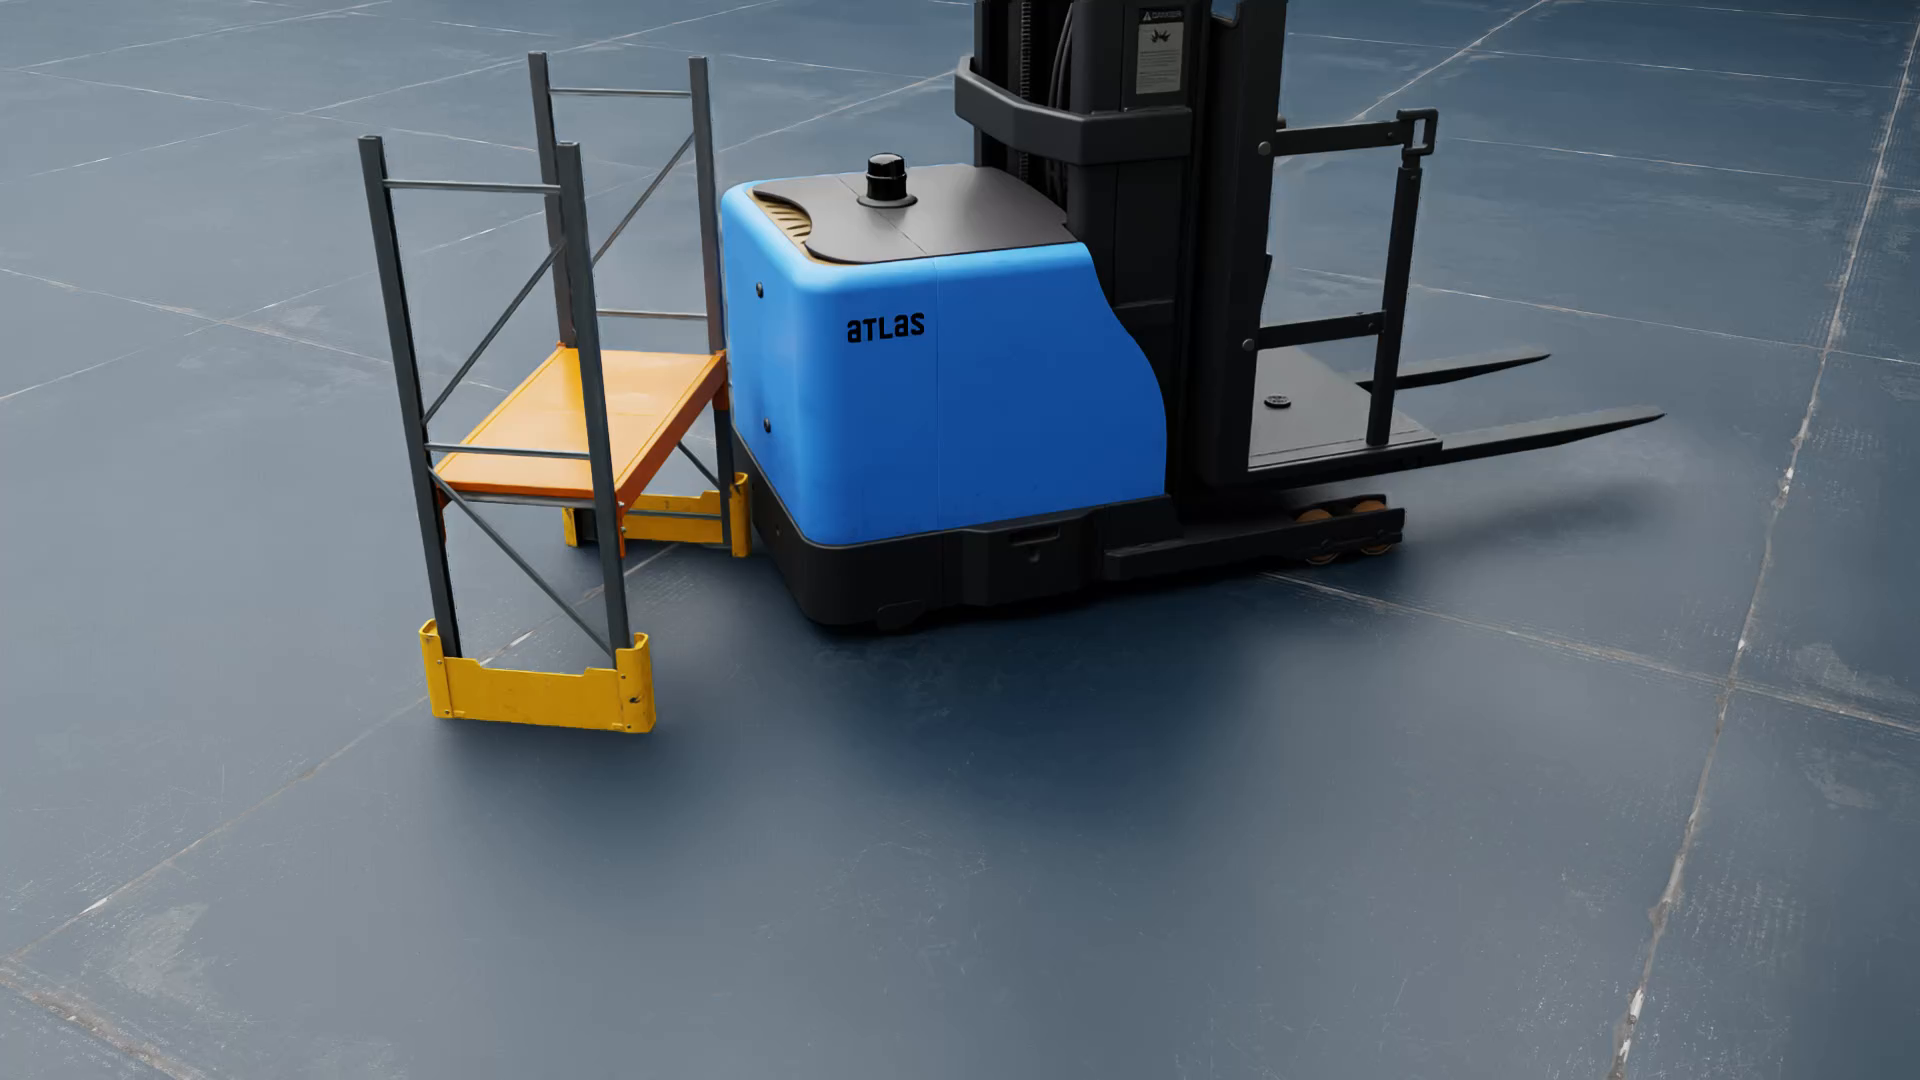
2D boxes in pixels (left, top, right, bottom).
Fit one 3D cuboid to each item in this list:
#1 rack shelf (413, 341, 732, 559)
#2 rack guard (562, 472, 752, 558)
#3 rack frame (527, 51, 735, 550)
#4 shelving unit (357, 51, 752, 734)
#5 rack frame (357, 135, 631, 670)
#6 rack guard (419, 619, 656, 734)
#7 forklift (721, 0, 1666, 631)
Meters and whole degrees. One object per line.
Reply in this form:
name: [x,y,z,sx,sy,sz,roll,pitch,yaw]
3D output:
rack shelf: [-1.012,-0.273,4.523,0.538,0.185,1.000,4,27,7]
rack guard: [-0.943,-0.092,5.155,0.587,0.250,0.087,4,27,7]
rack frame: [-0.941,-0.660,4.892,0.500,1.500,0.032,4,27,7]
shelving unit: [-1.013,-0.430,4.434,0.587,1.500,1.083,4,27,7]
rack frame: [-1.083,-0.209,3.992,0.500,1.500,0.032,4,27,7]
rack guard: [-1.082,0.349,4.273,0.587,0.250,0.087,4,27,7]
forklift: [0.844,-1.447,4.867,3.031,2.935,1.130,-9,28,-18]
